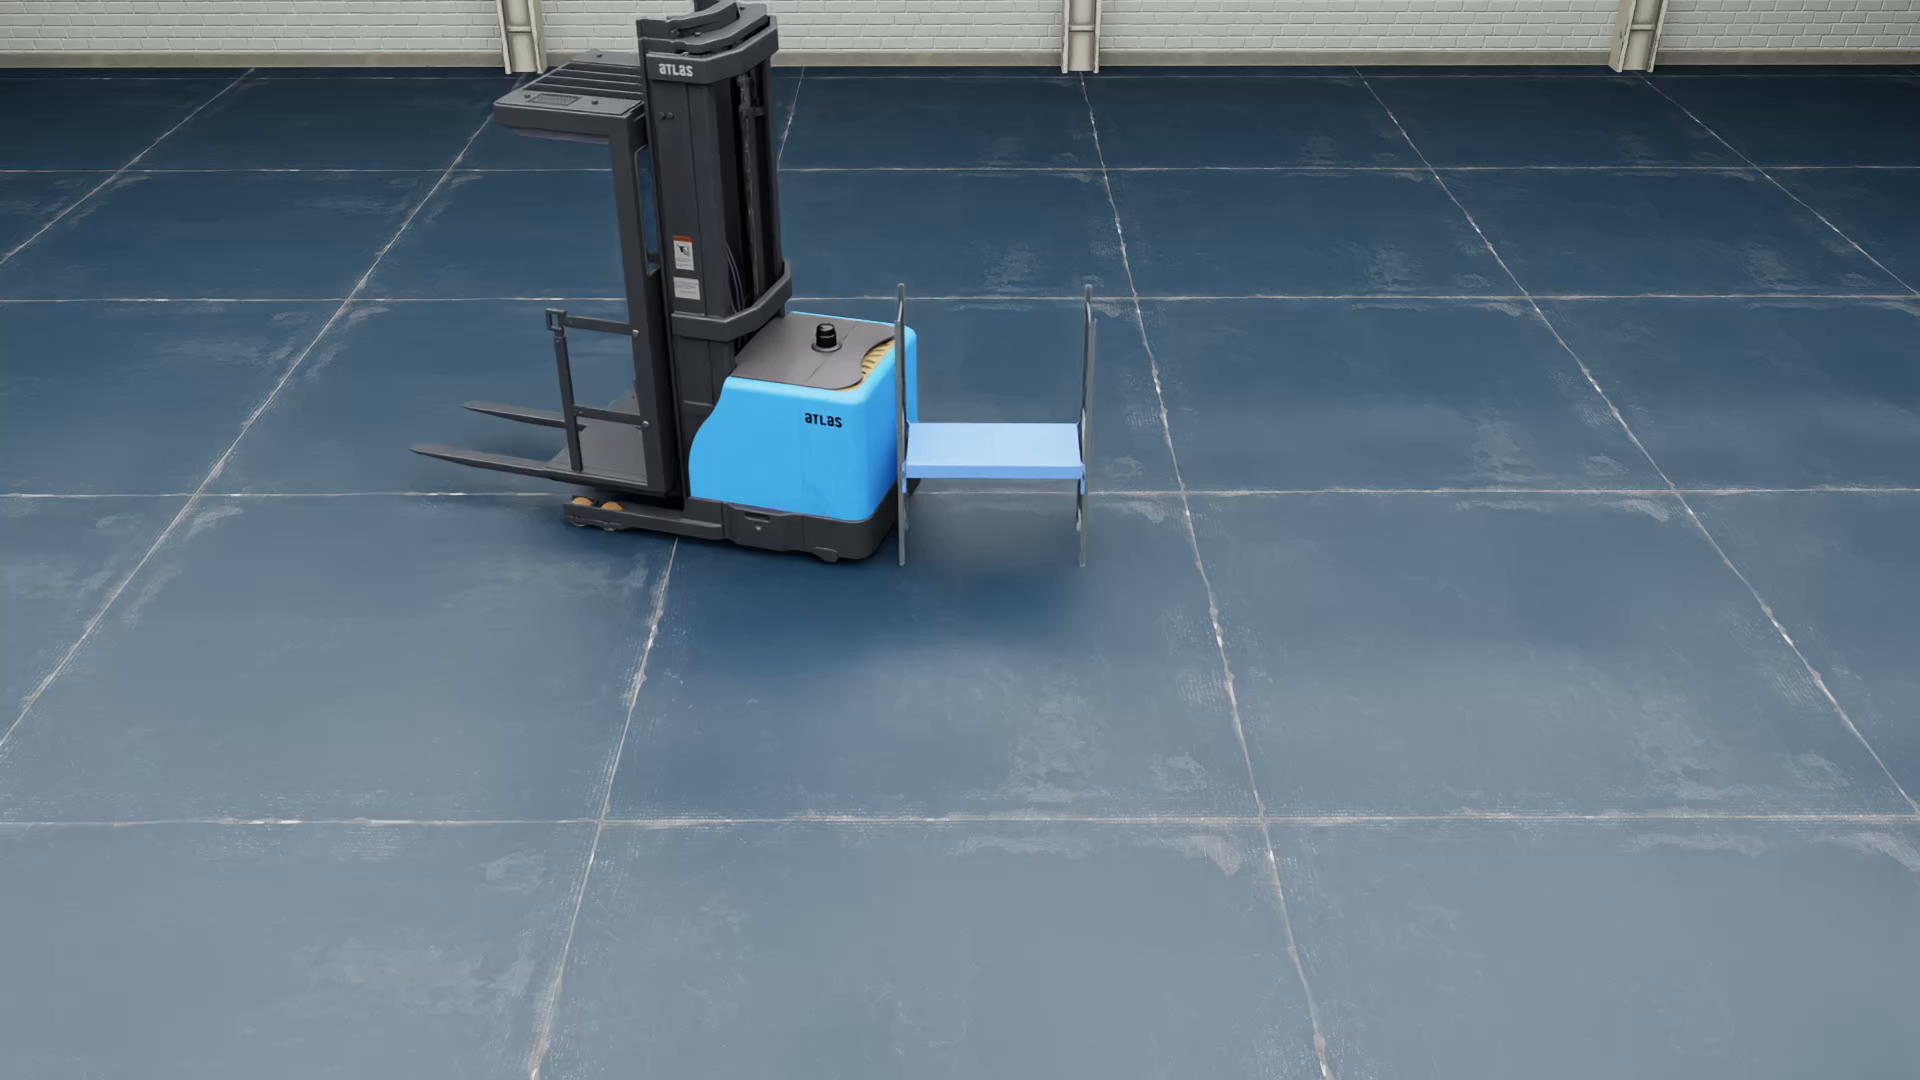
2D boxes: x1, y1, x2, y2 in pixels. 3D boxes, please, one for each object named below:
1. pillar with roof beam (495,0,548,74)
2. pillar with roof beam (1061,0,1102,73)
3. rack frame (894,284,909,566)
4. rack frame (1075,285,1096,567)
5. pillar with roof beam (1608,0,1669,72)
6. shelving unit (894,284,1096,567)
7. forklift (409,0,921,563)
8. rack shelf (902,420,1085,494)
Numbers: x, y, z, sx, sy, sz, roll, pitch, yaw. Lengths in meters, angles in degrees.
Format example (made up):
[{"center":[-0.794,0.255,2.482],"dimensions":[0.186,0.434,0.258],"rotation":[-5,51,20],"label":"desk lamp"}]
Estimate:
[{"center":[-4.674,-6.719,12.038],"dimensions":[0.400,9.000,9.100],"rotation":[0,31,0],"label":"pillar with roof beam"},{"center":[1.326,-6.737,12.069],"dimensions":[0.400,9.000,9.100],"rotation":[0,31,0],"label":"pillar with roof beam"},{"center":[-0.323,-0.624,9.221],"dimensions":[0.032,1.500,0.500],"rotation":[0,31,1],"label":"rack frame"},{"center":[0.694,-0.617,9.210],"dimensions":[0.032,1.500,0.500],"rotation":[0,31,1],"label":"rack frame"},{"center":[7.326,-6.756,12.099],"dimensions":[0.400,9.000,9.100],"rotation":[0,31,0],"label":"pillar with roof beam"},{"center":[0.186,-0.620,9.215],"dimensions":[1.048,1.500,0.538],"rotation":[0,31,1],"label":"shelving unit"},{"center":[-1.814,-1.556,9.378],"dimensions":[3.031,2.935,1.130],"rotation":[9,32,14],"label":"forklift"},{"center":[0.186,-0.466,9.309],"dimensions":[1.000,0.185,0.538],"rotation":[0,31,1],"label":"rack shelf"}]
